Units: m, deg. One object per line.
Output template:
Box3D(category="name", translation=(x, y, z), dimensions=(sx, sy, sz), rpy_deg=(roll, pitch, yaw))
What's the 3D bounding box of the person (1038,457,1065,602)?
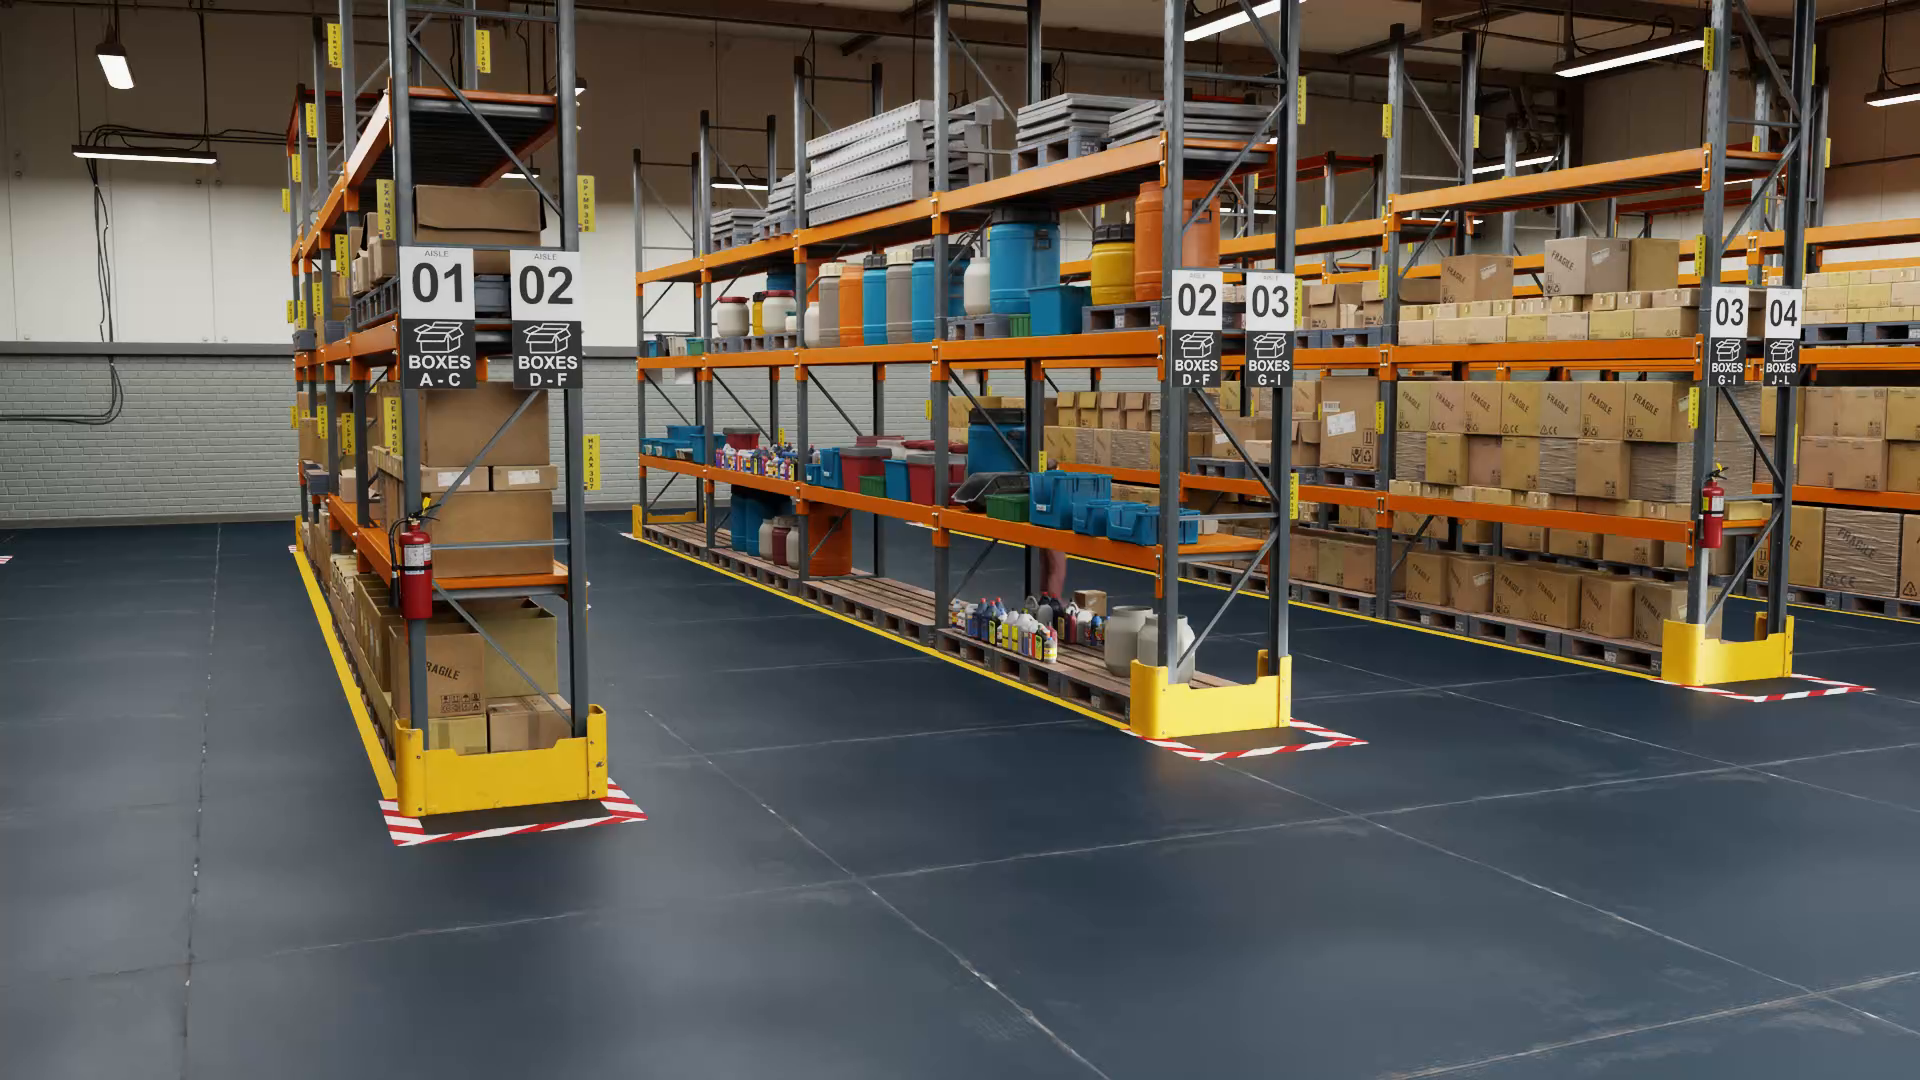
Box3D(category="person", translation=(0.919, -0.019, 17.195), dimensions=(0.362, 1.672, 0.442), rpy_deg=(-2, 6, -22))
